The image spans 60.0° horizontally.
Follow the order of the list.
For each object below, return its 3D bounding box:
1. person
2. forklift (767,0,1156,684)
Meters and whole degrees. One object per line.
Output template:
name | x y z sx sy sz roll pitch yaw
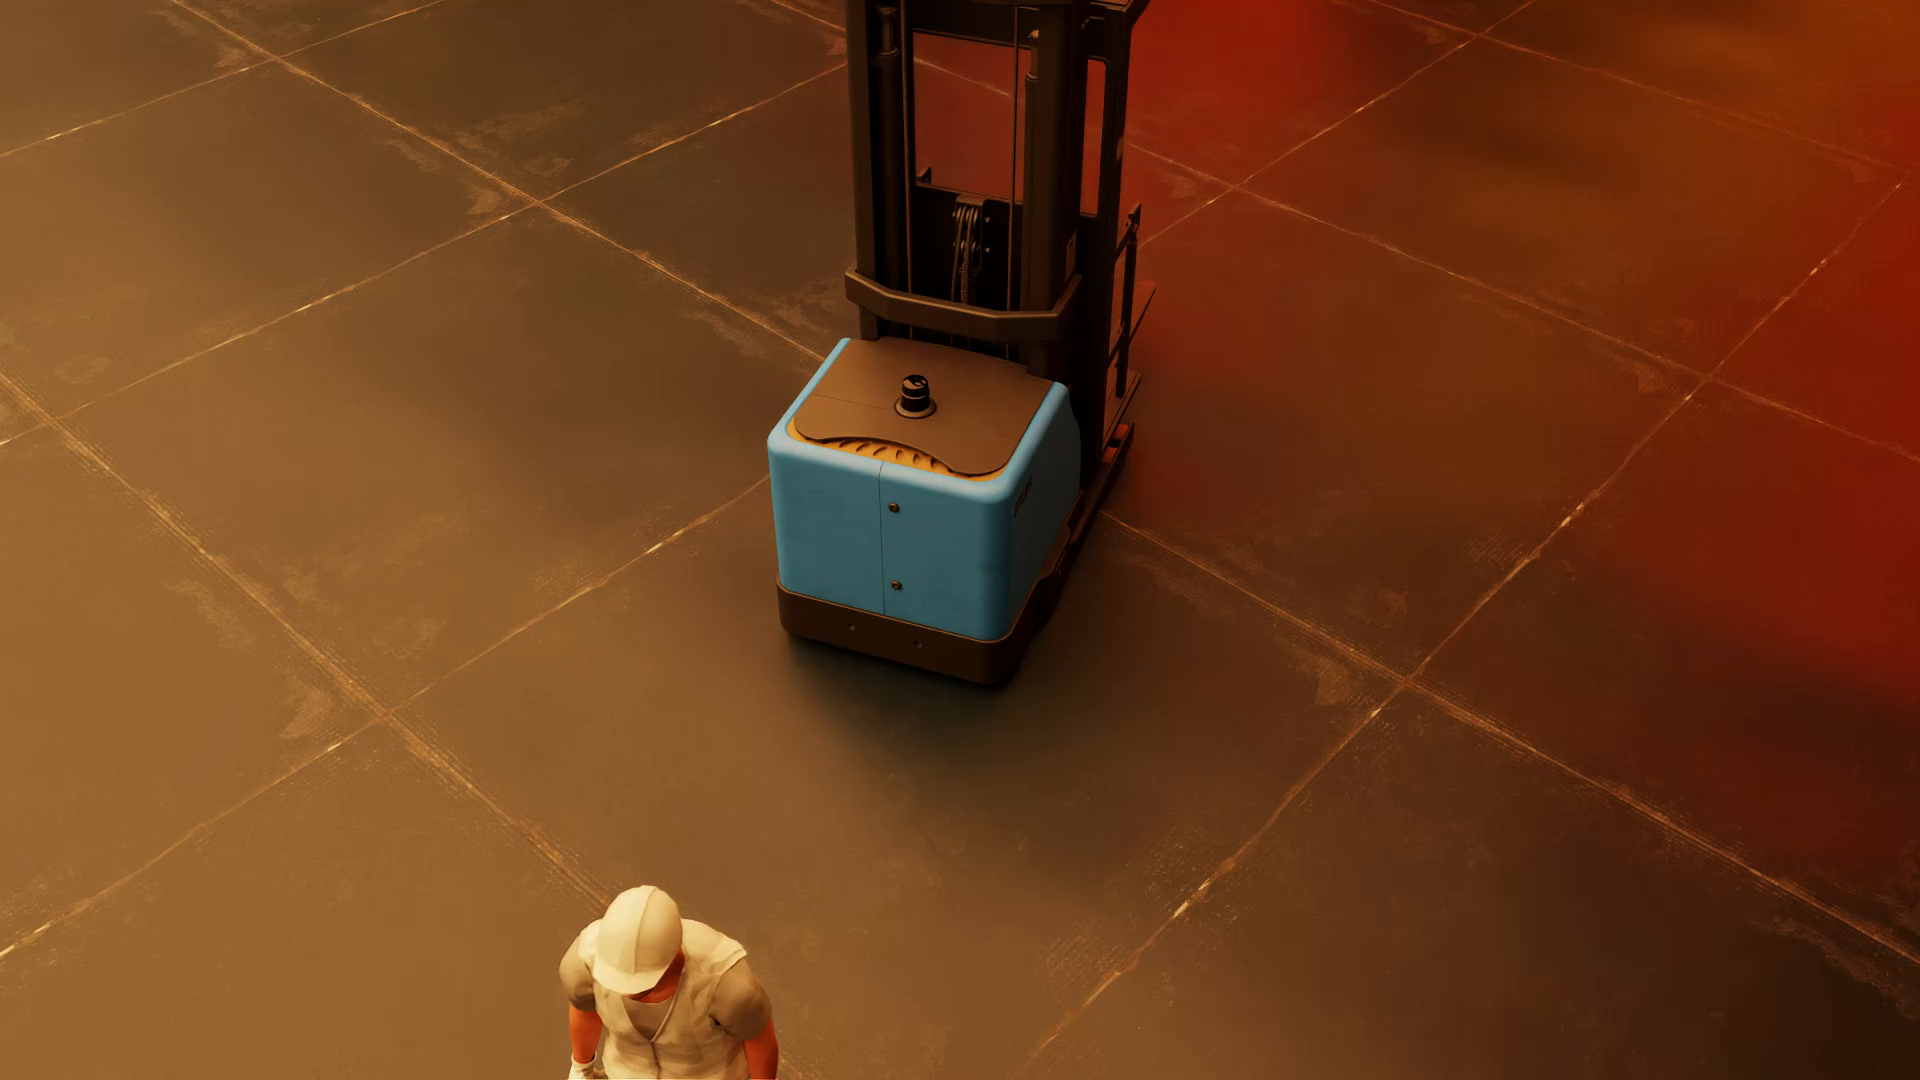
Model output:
person | -0.788 1.499 4.569 0.612 1.778 0.451 8 41 9
forklift | 0.211 -1.484 7.158 1.130 2.935 3.031 14 42 15
